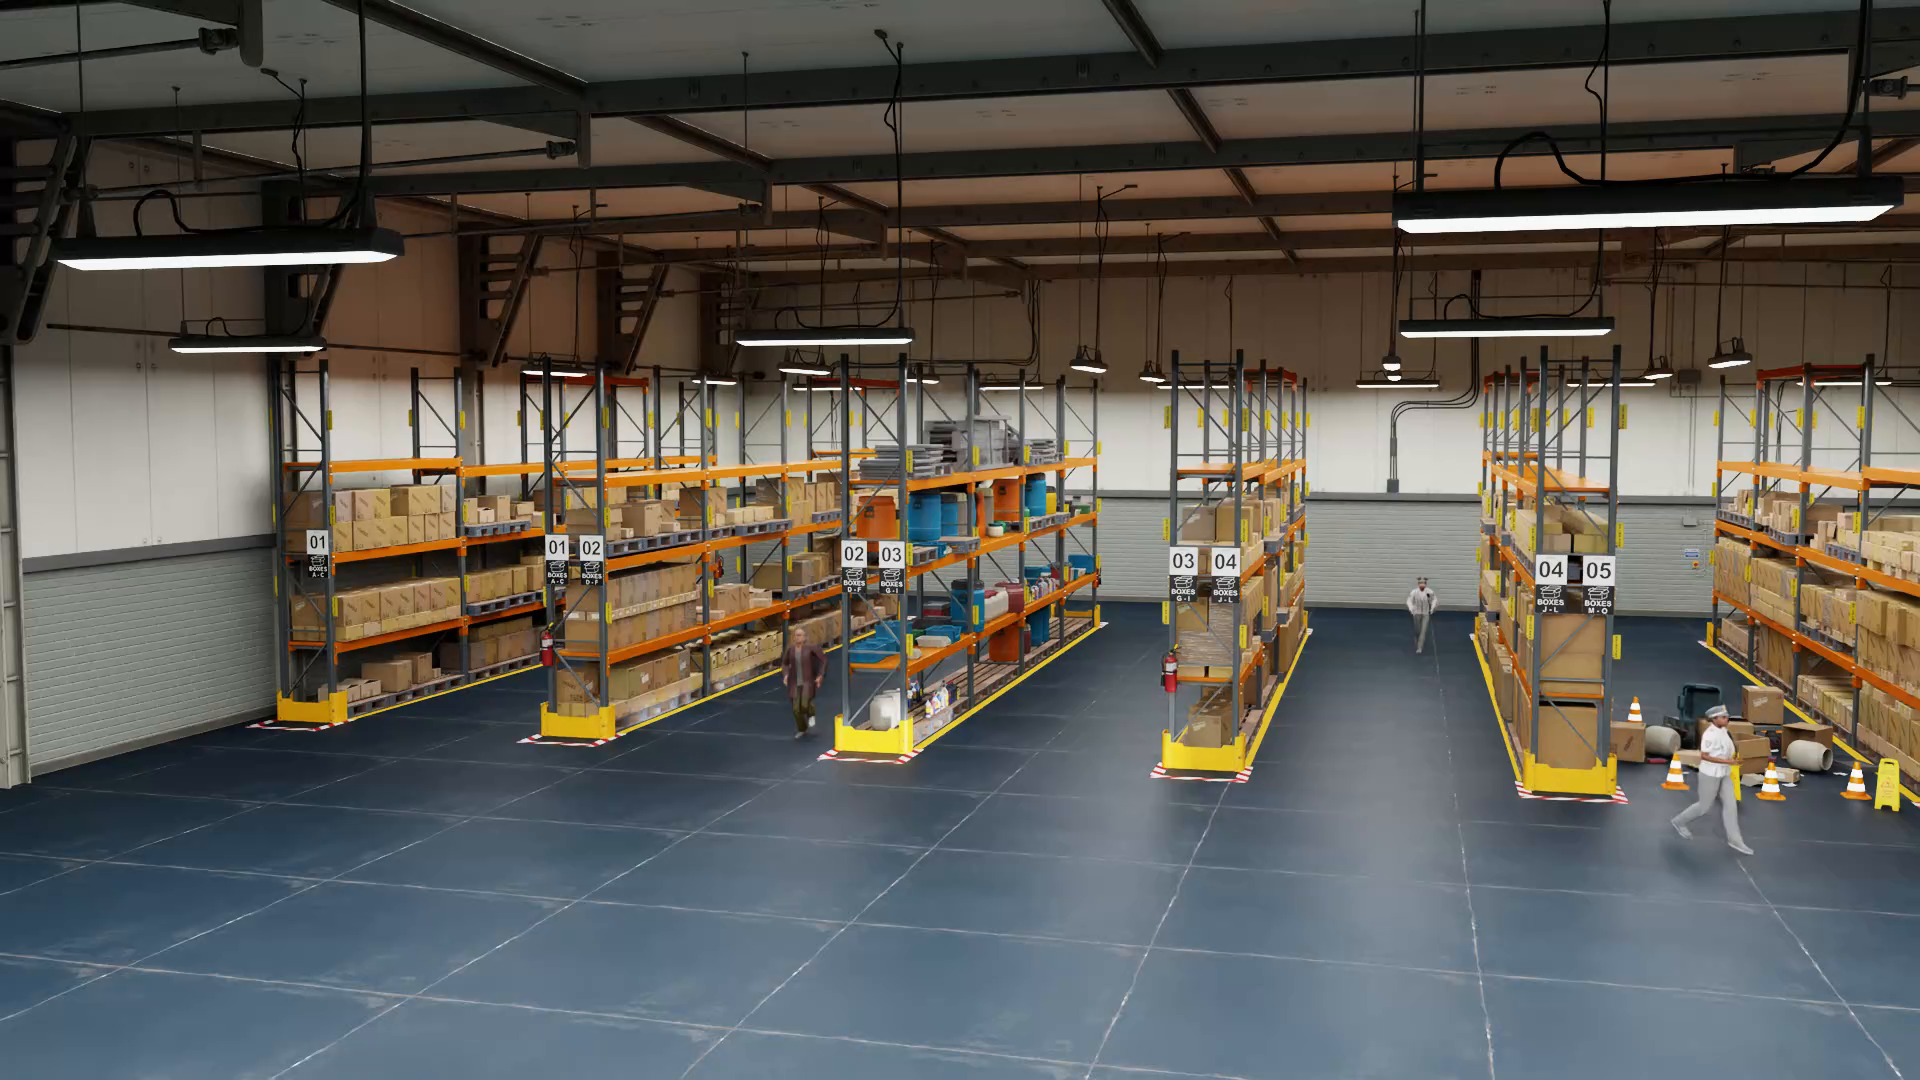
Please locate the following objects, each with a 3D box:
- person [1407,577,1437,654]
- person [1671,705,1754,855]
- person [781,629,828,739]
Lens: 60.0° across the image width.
[{"bbox_3d":[9.990,1.607,35.956,0.636,1.661,0.864,1,4,12],"label":"person"},{"bbox_3d":[8.772,2.747,19.362,0.582,1.704,0.940,-3,5,-37],"label":"person"},{"bbox_3d":[-2.474,2.262,26.203,0.738,1.743,0.702,1,4,17],"label":"person"}]
